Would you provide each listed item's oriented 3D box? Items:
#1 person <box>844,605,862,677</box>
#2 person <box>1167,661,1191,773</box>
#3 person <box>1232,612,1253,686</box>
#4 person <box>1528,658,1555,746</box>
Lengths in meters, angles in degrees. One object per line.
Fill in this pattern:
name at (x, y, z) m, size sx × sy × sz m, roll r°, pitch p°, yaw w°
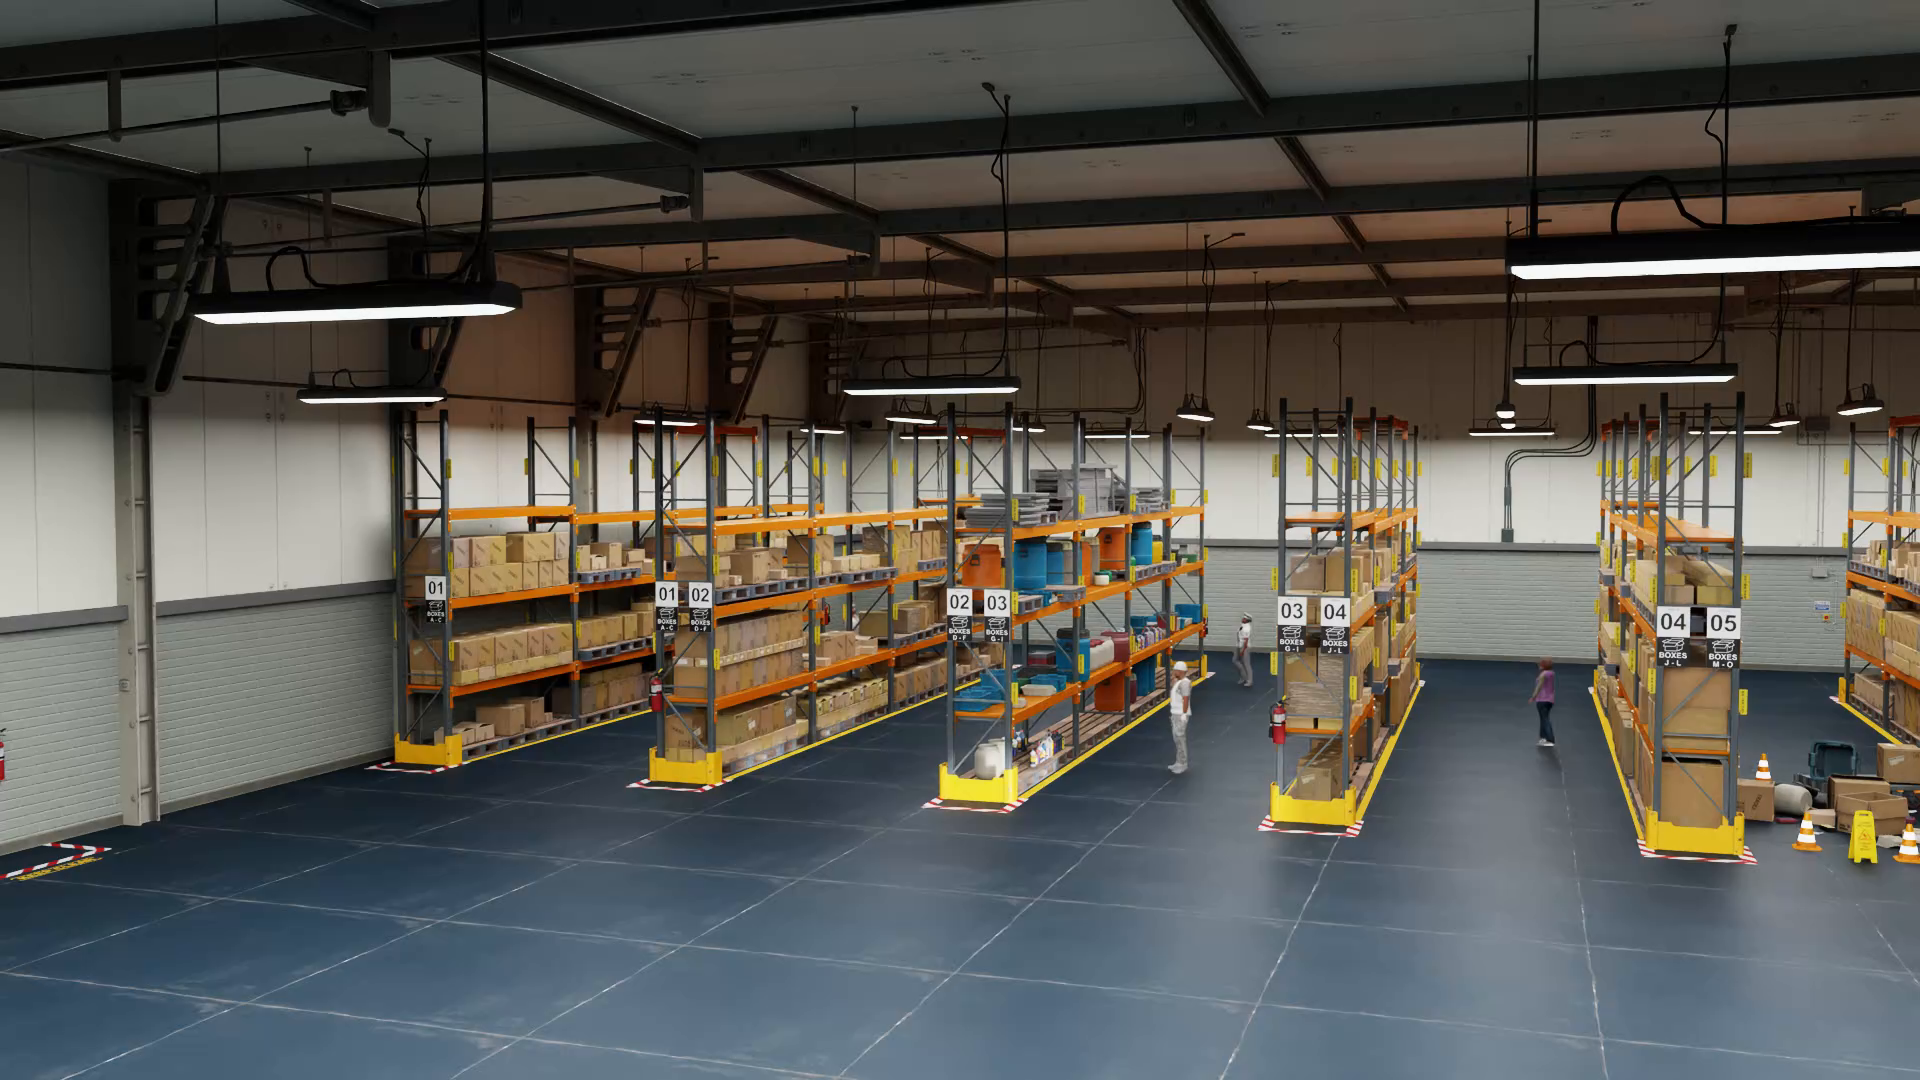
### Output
person at (-2.504, 2.409, 39.991) m, size 0.636 × 1.774 × 0.499 m, roll -2°, pitch 3°, yaw -45°
person at (3.641, 2.933, 27.606) m, size 0.390 × 1.827 × 0.633 m, roll 0°, pitch 2°, yaw 2°
person at (6.550, 2.515, 38.381) m, size 0.399 × 1.710 × 0.622 m, roll -1°, pitch 3°, yaw -13°
person at (10.509, 2.941, 29.984) m, size 0.477 × 1.590 × 0.655 m, roll -1°, pitch 3°, yaw -23°
